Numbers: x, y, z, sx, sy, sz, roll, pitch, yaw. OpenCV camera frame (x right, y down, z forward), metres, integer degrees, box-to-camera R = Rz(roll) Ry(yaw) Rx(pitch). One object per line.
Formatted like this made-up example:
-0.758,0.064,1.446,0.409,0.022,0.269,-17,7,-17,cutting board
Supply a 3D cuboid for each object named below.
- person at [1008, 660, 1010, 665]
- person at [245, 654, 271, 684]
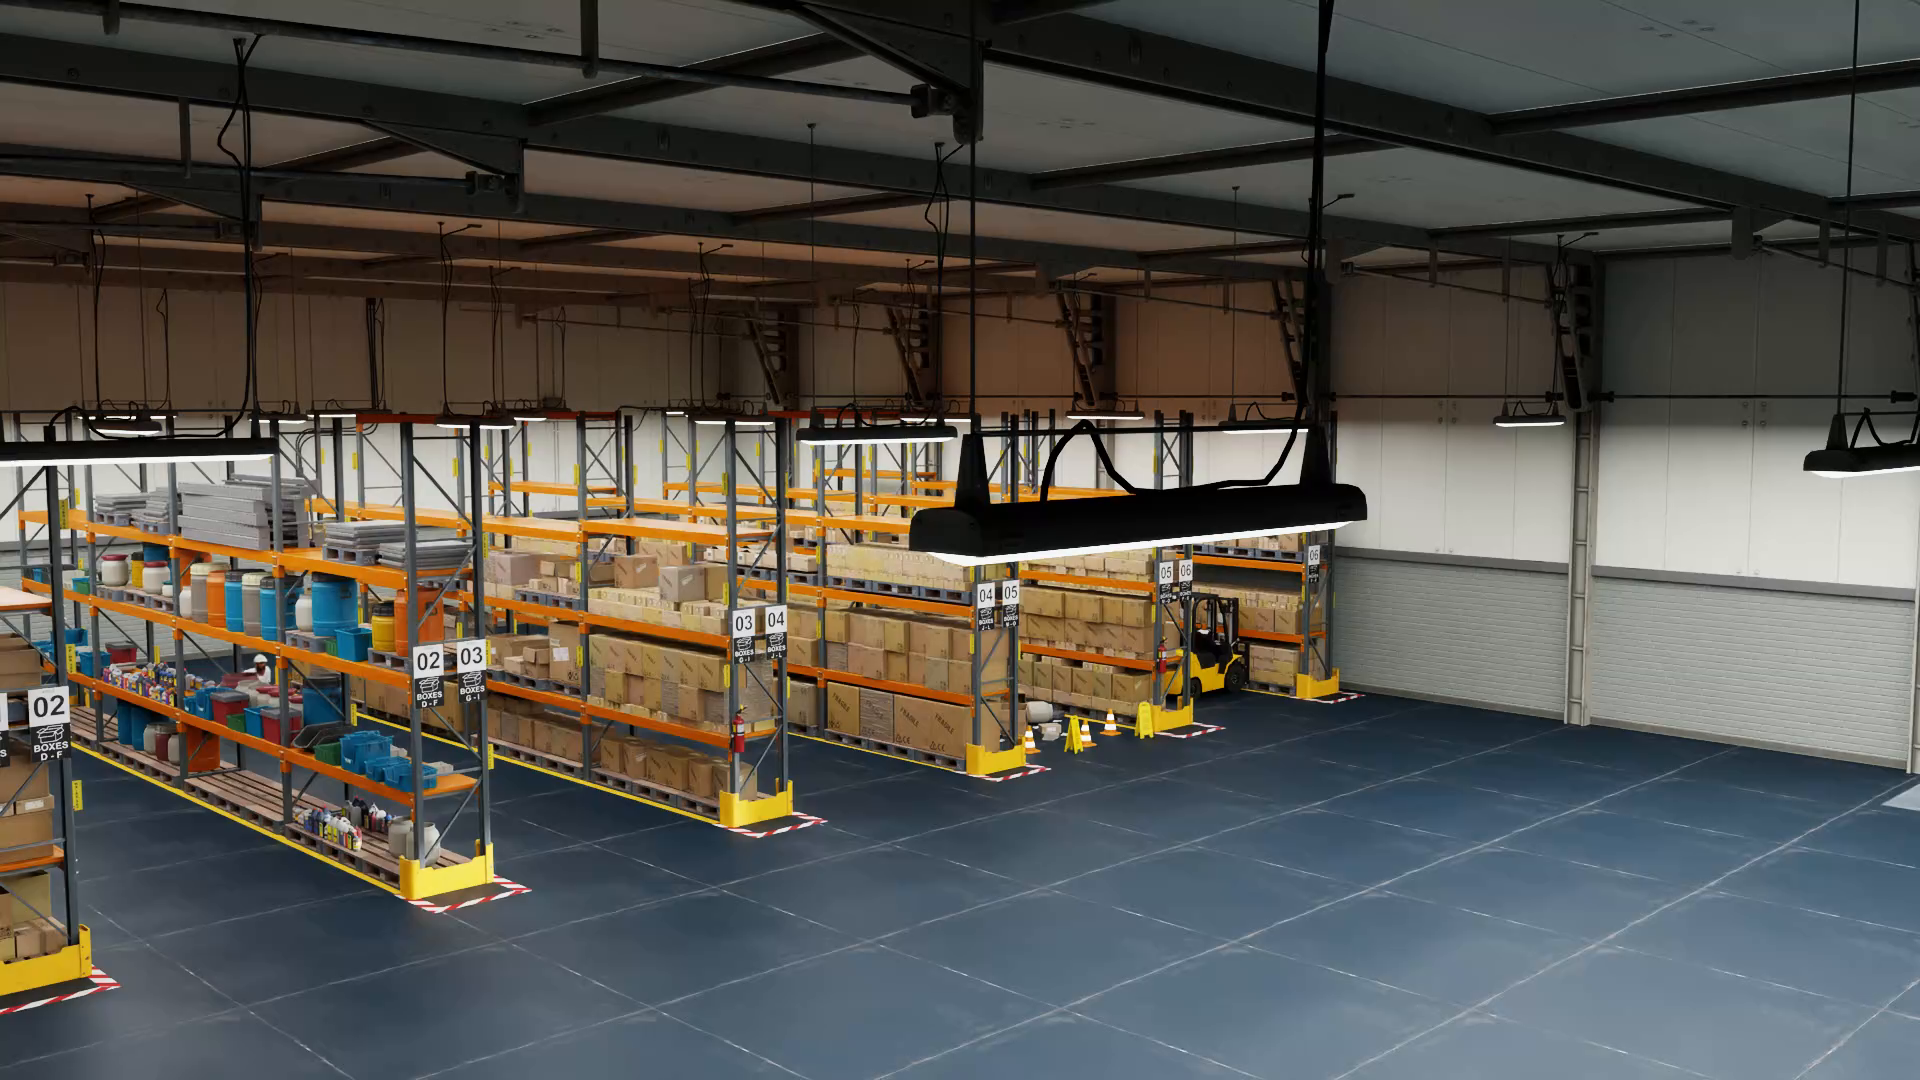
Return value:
0.831,2.307,37.525,0.632,1.565,0.545,4,7,41,person
-12.756,2.886,30.260,0.768,1.652,0.717,3,6,28,person
